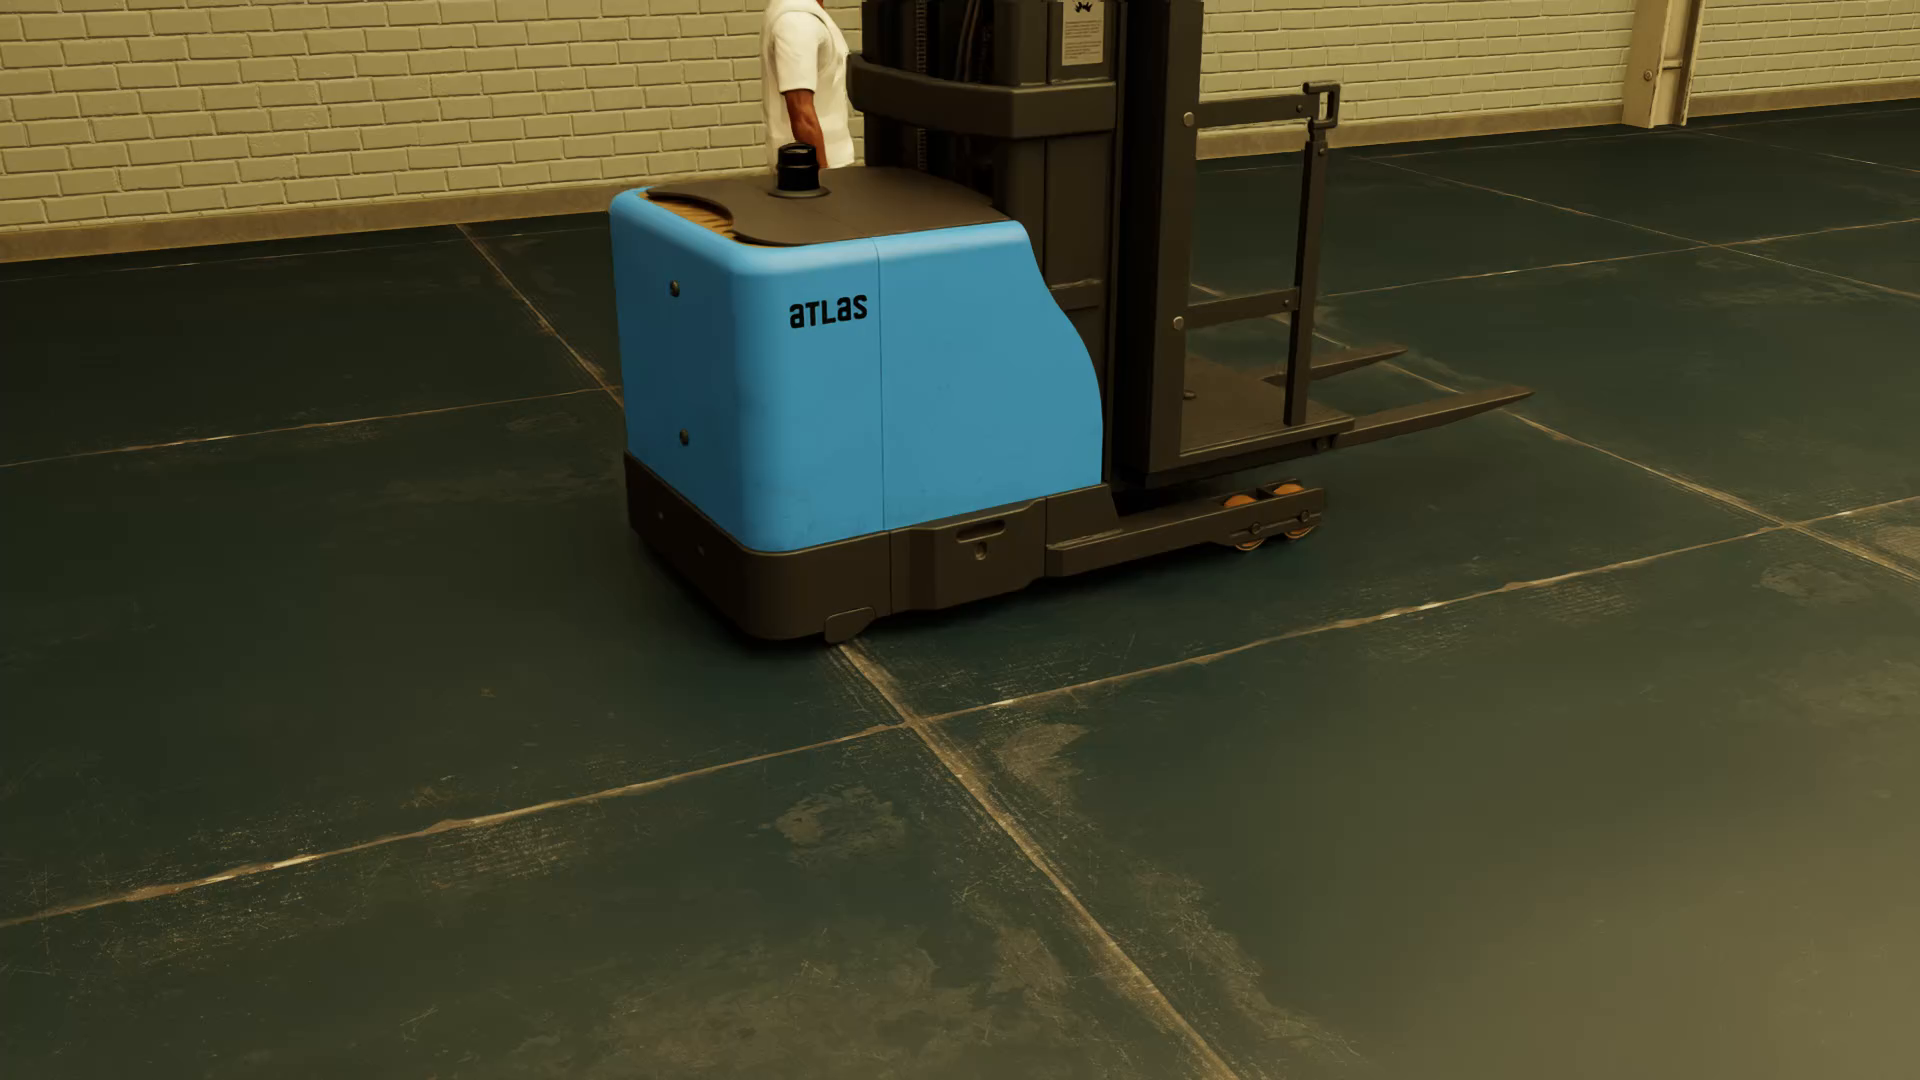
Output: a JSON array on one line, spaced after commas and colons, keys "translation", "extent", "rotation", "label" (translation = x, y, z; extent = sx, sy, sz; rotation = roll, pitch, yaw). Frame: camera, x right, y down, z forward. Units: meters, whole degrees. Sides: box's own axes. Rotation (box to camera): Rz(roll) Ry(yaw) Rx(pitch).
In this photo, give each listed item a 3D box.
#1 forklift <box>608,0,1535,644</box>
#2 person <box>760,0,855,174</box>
[{"translation": [0.527, -1.481, 4.852], "extent": [3.031, 2.935, 1.130], "rotation": [-13, 26, -28], "label": "forklift"}, {"translation": [-0.508, -1.398, 6.186], "extent": [0.442, 1.759, 0.731], "rotation": [-5, 23, -11], "label": "person"}]
